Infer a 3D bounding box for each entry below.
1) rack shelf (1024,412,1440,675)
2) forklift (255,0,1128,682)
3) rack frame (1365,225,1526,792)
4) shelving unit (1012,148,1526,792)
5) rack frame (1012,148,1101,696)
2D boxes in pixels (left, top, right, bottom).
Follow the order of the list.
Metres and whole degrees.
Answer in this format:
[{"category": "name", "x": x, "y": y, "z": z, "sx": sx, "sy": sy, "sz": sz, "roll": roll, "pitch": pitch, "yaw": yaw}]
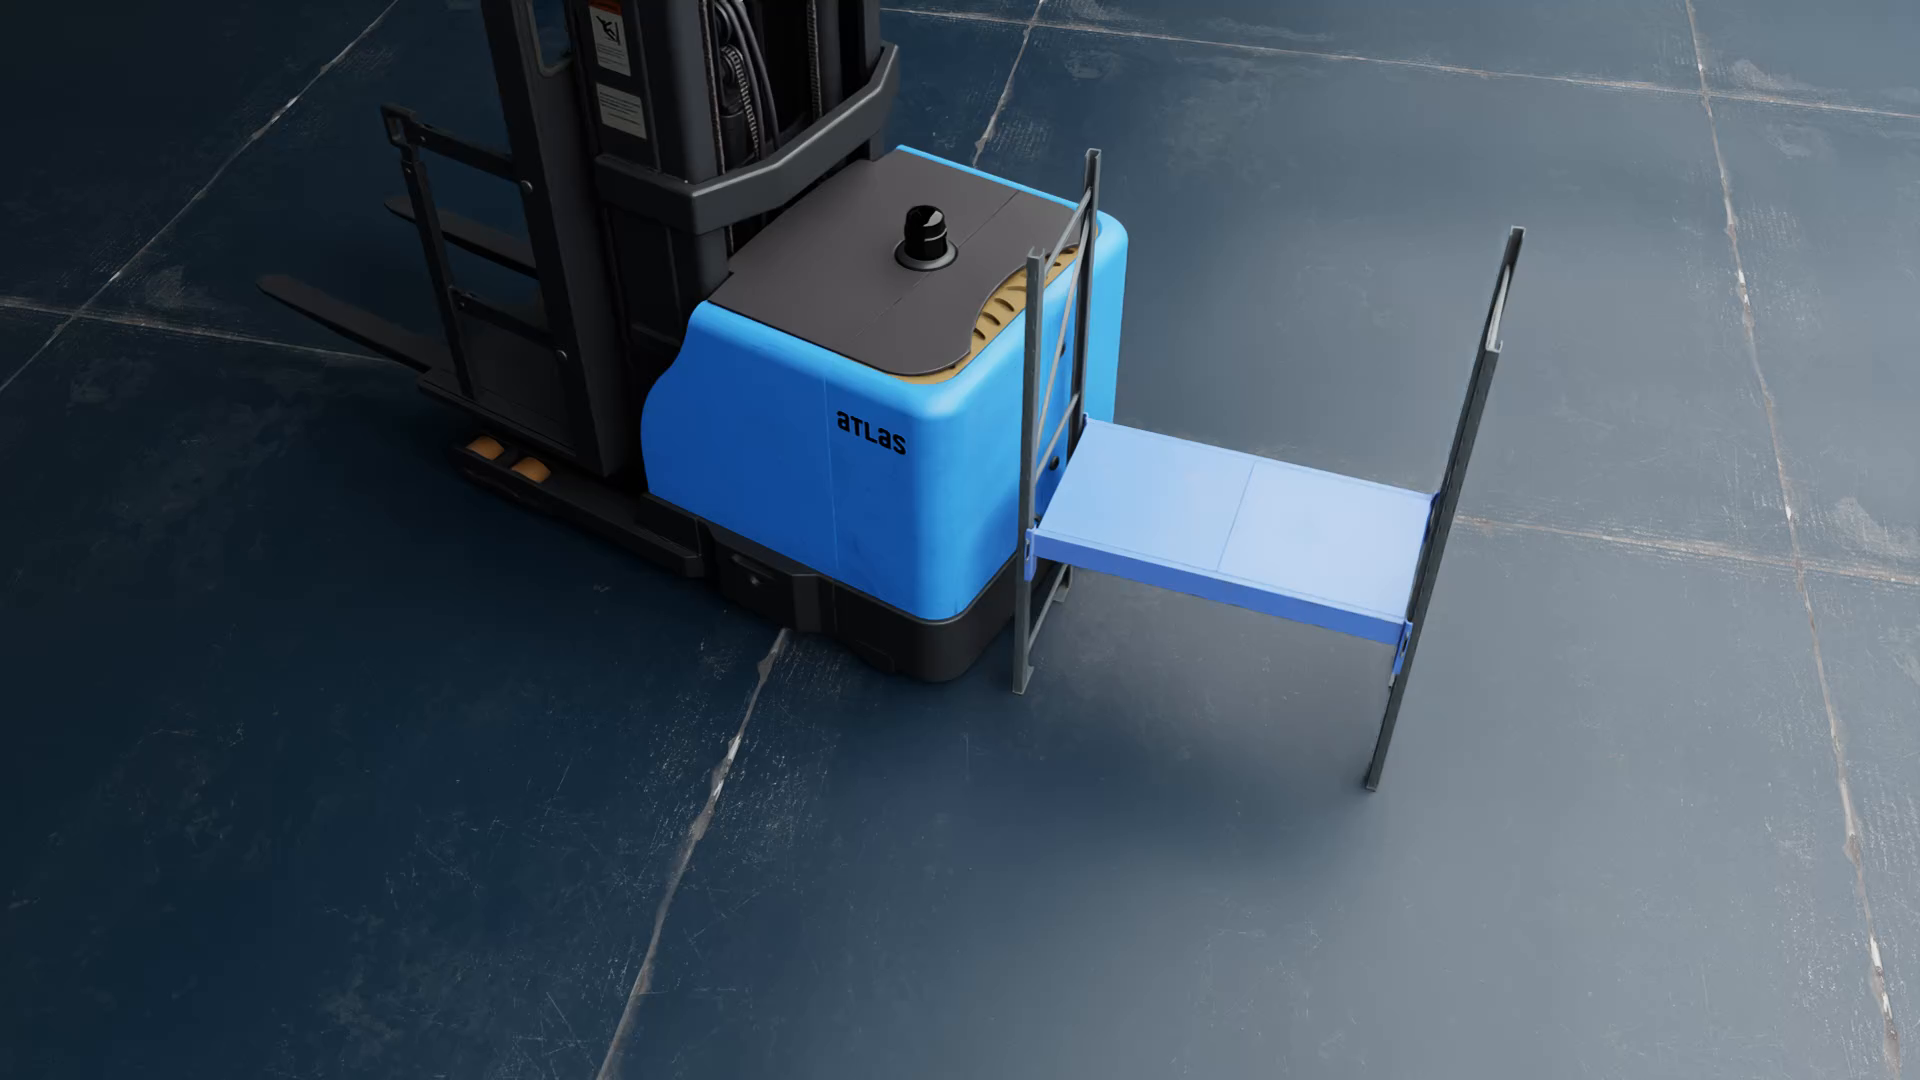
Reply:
[{"category": "rack shelf", "x": 0.728, "y": -0.010, "z": 4.438, "sx": 1.000, "sy": 0.185, "sz": 0.538, "roll": 14, "pitch": 46, "yaw": 14}, {"category": "forklift", "x": -1.035, "y": -1.440, "z": 4.633, "sx": 3.031, "sy": 2.935, "sz": 1.130, "roll": 24, "pitch": 49, "yaw": 23}, {"category": "rack frame", "x": 1.206, "y": -0.020, "z": 4.190, "sx": 0.032, "sy": 1.500, "sz": 0.500, "roll": 14, "pitch": 46, "yaw": 14}, {"category": "shelving unit", "x": 0.728, "y": -0.139, "z": 4.313, "sx": 1.048, "sy": 1.500, "sz": 0.538, "roll": 14, "pitch": 46, "yaw": 14}, {"category": "rack frame", "x": 0.249, "y": -0.258, "z": 4.437, "sx": 0.032, "sy": 1.500, "sz": 0.500, "roll": 14, "pitch": 46, "yaw": 14}]
